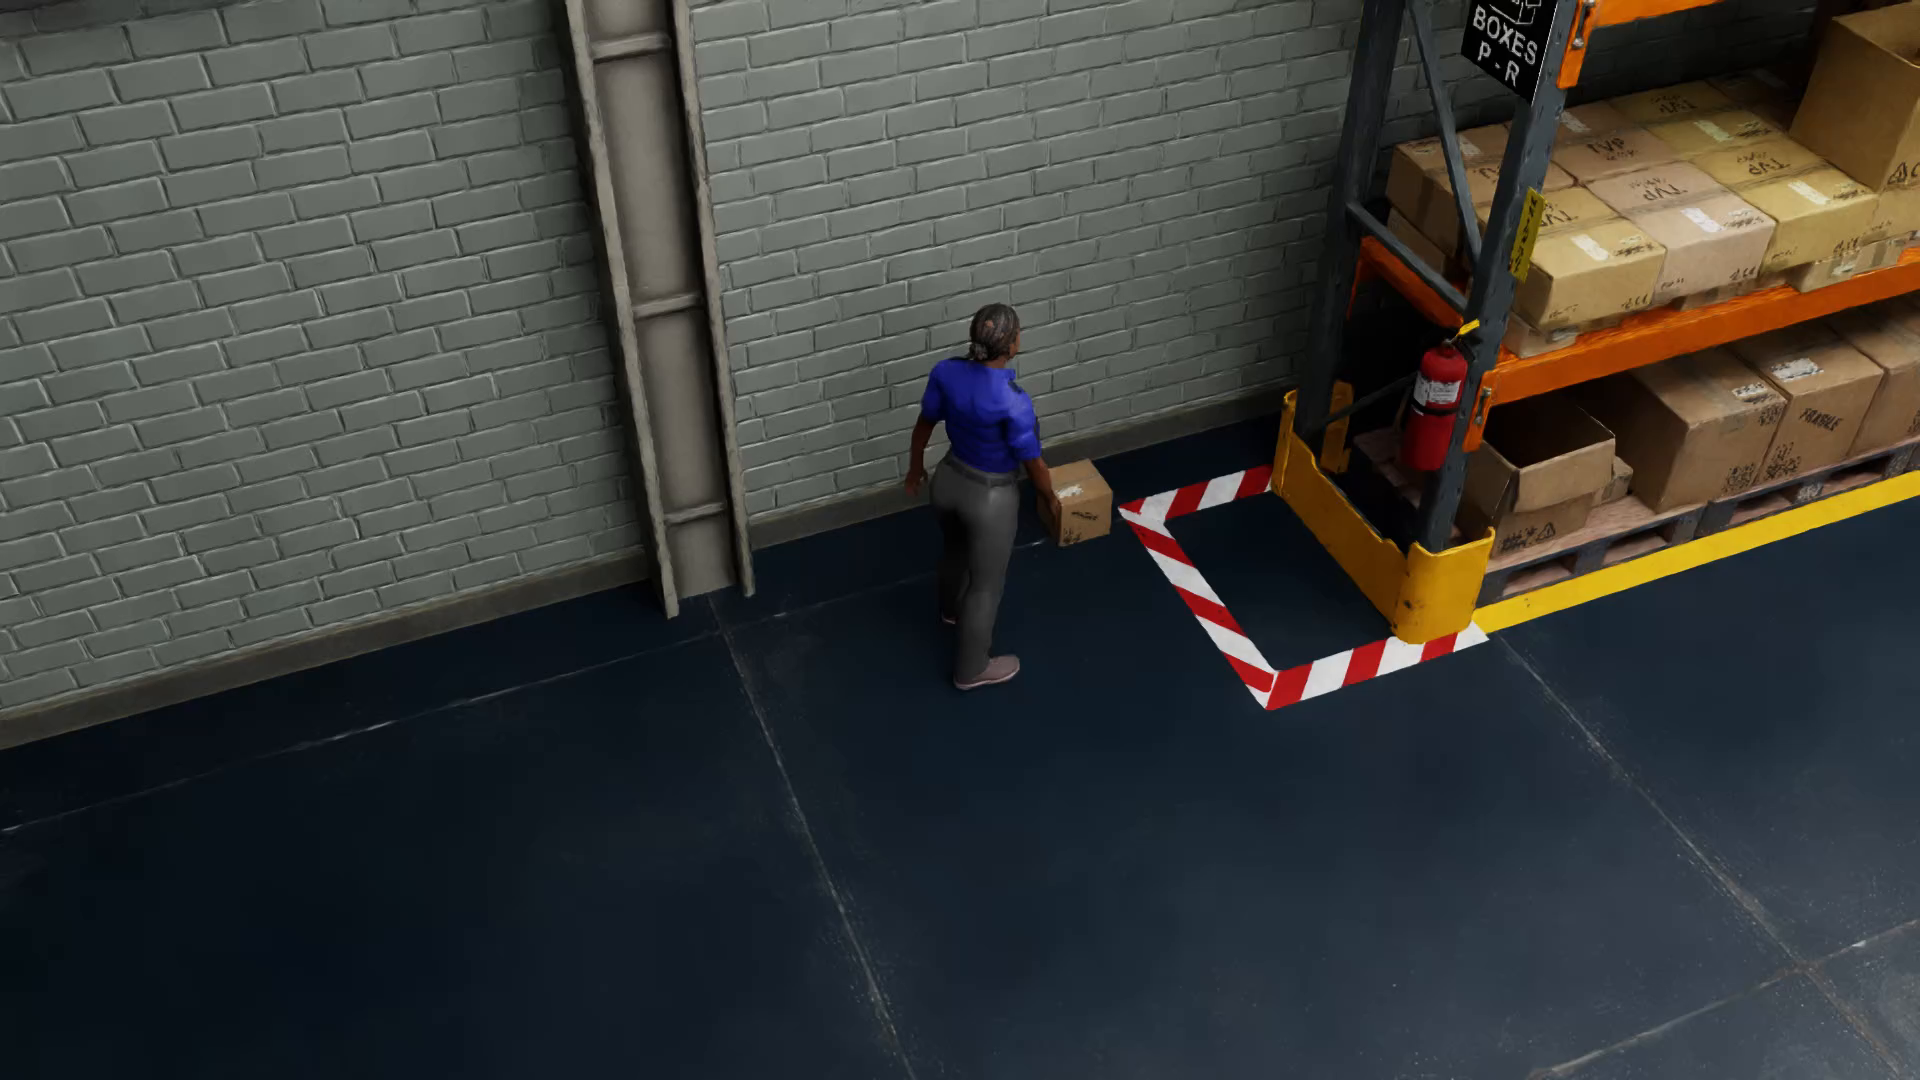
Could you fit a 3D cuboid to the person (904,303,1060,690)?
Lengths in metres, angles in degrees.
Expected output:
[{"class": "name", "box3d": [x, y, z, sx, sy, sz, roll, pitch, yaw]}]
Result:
[{"class": "person", "box3d": [0.073, -0.184, 6.373, 0.585, 1.661, 0.535, 31, 50, 29]}]
